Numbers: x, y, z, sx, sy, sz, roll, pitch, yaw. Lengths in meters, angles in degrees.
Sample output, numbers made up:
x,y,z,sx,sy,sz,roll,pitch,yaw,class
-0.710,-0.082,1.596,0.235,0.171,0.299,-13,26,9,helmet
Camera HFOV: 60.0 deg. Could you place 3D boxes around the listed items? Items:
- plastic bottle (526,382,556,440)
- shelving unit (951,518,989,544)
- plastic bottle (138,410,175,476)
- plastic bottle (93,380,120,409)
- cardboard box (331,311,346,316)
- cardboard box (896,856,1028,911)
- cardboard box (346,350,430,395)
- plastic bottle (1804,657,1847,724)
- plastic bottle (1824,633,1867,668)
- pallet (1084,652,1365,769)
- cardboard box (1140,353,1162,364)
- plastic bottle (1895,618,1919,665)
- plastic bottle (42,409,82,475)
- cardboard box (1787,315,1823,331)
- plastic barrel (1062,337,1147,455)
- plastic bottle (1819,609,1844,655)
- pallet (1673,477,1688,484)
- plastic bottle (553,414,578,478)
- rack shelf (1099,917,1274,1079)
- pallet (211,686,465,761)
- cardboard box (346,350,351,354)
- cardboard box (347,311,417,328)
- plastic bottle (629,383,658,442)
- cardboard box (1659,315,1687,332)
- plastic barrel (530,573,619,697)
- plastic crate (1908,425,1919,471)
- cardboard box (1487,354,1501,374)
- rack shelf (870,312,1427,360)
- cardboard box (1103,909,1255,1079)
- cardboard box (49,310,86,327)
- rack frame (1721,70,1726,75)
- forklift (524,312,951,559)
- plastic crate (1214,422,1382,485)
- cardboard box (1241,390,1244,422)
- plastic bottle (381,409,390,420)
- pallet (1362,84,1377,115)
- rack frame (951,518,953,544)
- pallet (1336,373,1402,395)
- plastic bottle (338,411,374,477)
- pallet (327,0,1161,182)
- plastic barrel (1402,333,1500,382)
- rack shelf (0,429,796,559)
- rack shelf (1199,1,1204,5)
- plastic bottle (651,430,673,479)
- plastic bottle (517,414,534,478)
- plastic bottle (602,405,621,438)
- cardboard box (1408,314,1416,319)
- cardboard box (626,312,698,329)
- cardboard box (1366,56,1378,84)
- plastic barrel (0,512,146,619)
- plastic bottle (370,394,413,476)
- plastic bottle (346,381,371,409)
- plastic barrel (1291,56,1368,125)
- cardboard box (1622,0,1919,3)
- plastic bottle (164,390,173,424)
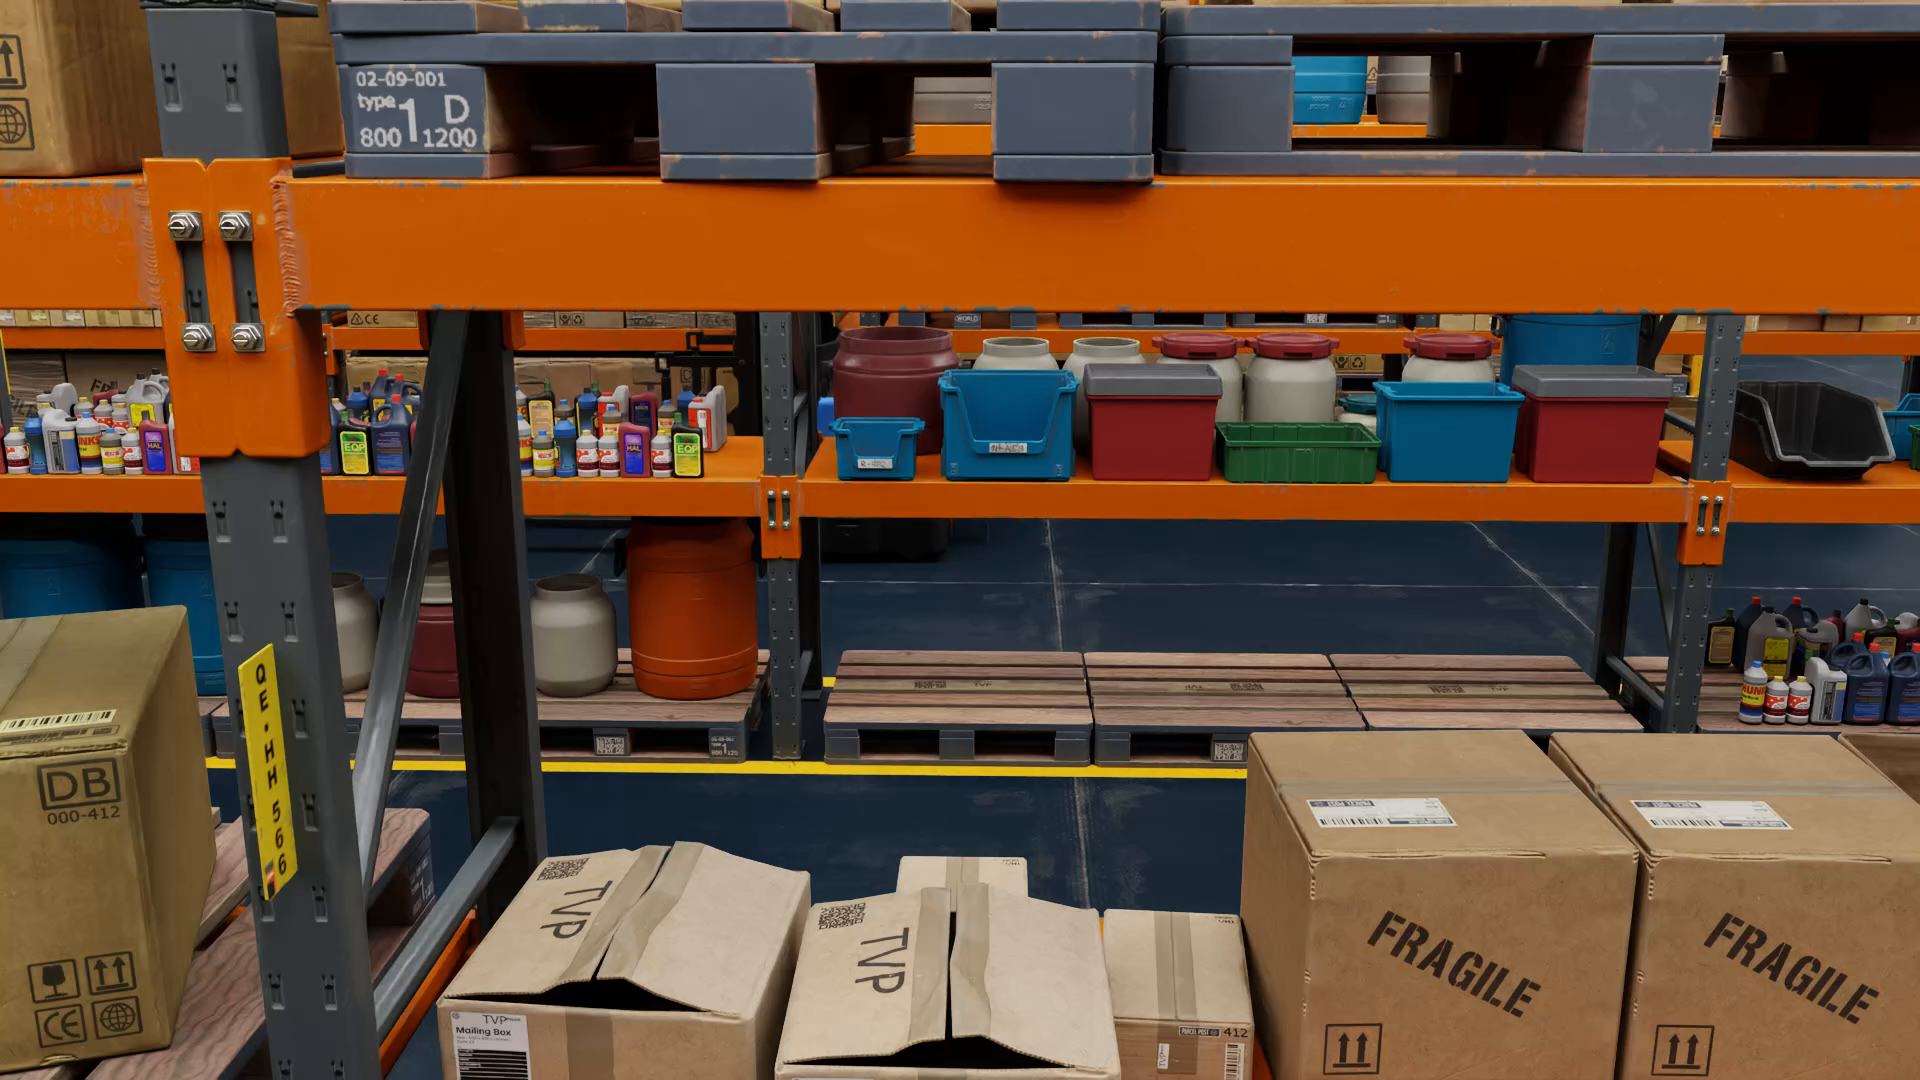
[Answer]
x,y,z,sx,sy,sz,roll,pitch,yaw,class
-2.024,-0.621,8.042,0.133,0.283,0.061,0,15,1,plastic bottle
0.068,-0.507,11.203,0.252,1.050,0.215,1,15,2,shelving unit
-3.529,-0.428,7.310,0.133,0.283,0.061,0,15,1,plastic bottle
-4.138,-0.635,8.094,0.133,0.283,0.061,0,15,1,plastic bottle
-4.933,-1.829,12.887,0.250,0.149,0.380,0,15,2,cardboard box
0.002,0.745,3.129,0.250,0.149,0.380,0,15,1,cardboard box
-4.005,-1.041,12.747,0.875,0.875,1.225,0,15,2,cardboard box
3.856,0.664,7.419,0.135,0.276,0.152,1,15,3,plastic bottle
4.025,0.593,7.541,0.185,0.351,0.144,0,15,1,plastic bottle
1.216,0.797,7.906,1.213,0.211,1.003,0,15,1,pallet
1.992,-2.180,17.309,0.750,0.750,1.050,0,15,1,cardboard box
4.551,0.515,7.970,0.133,0.283,0.061,0,15,1,plastic bottle
-3.953,-0.439,7.365,0.135,0.276,0.152,0,15,1,plastic bottle
6.061,-1.622,12.099,0.250,0.149,0.380,0,15,1,cardboard box
0.681,-0.674,7.796,0.421,0.512,0.421,0,15,0,plastic barrel
4.232,0.474,8.125,0.133,0.283,0.061,1,15,5,plastic bottle
5.247,-0.461,12.674,1.213,0.211,1.003,0,15,1,pallet
-1.729,-0.415,7.284,0.097,0.271,0.097,0,15,0,plastic bottle
1.096,1.049,2.894,4.000,0.370,1.077,0,15,1,rack shelf
-2.779,0.770,8.007,1.213,0.211,1.003,0,15,1,pallet
-6.317,-2.056,17.437,0.250,0.149,0.380,1,15,4,cardboard box
-4.192,-1.846,12.260,0.500,0.500,0.500,0,15,2,cardboard box
-1.525,-0.618,8.030,0.133,0.283,0.061,0,15,1,plastic bottle
5.059,-1.606,12.040,0.250,0.149,0.380,0,15,1,cardboard box
-1.830,0.445,7.826,0.421,0.512,0.421,0,15,0,plastic barrel
4.575,-0.366,7.261,0.662,0.188,0.450,0,15,1,plastic crate
5.108,-2.225,17.236,0.875,0.875,0.875,0,15,2,cardboard box
1.352,-1.477,12.469,4.000,0.370,1.077,0,15,1,rack shelf
0.372,0.804,2.907,0.250,0.149,0.380,1,15,6,cardboard box
-6.498,-1.671,12.287,0.250,0.149,0.380,1,15,2,cardboard box
3.225,-3.450,6.775,0.127,3.000,1.000,0,15,1,rack frame
-1.582,-1.413,10.949,3.031,2.935,1.130,1,15,2,forklift
1.477,-0.386,7.338,0.662,0.188,0.450,0,15,1,plastic crate
2.262,-0.834,12.657,0.500,0.500,0.700,0,15,1,cardboard box
-2.513,-0.458,7.424,0.133,0.283,0.061,0,15,1,plastic bottle
2.737,-3.203,12.088,1.003,0.211,1.213,0,15,1,pallet
-0.054,-0.508,11.207,0.008,1.050,0.200,1,15,2,rack frame
4.338,-1.703,17.381,1.213,0.211,1.003,0,15,1,pallet
-2.650,-0.422,7.288,0.133,0.283,0.061,0,15,1,plastic bottle
-0.223,-0.689,2.563,1.003,0.211,1.213,1,15,4,pallet
2.274,-0.677,7.759,0.433,0.535,0.433,0,15,0,plastic barrel
-2.773,-0.240,7.781,4.000,0.370,1.077,0,15,1,rack shelf
1.605,-6.712,21.334,4.000,0.370,1.077,0,15,1,rack shelf
-1.304,-0.378,7.283,0.097,0.201,0.097,0,15,0,plastic bottle
-1.924,-0.416,7.289,0.097,0.271,0.097,0,15,0,plastic bottle
-1.645,-0.535,7.878,0.097,0.201,0.097,0,15,0,plastic bottle
3.574,-1.764,12.639,0.250,0.149,0.380,0,15,1,cardboard box
-2.164,-1.834,12.215,0.500,0.500,0.500,0,15,0,cardboard box
2.884,-3.544,11.986,0.637,0.503,0.797,0,15,-1,cardboard box
-4.229,0.218,7.922,0.708,0.901,0.600,0,15,1,plastic barrel
-2.489,-0.464,7.316,0.185,0.351,0.144,0,15,1,plastic bottle
-2.902,-0.627,8.064,0.133,0.283,0.061,0,15,1,plastic bottle
1.404,-2.198,6.929,0.708,0.901,0.600,0,15,1,plastic barrel
1.185,-0.895,2.442,0.500,0.250,0.500,-1,15,-3,cardboard box
-3.664,-0.617,7.894,0.185,0.351,0.144,0,15,1,plastic bottle
